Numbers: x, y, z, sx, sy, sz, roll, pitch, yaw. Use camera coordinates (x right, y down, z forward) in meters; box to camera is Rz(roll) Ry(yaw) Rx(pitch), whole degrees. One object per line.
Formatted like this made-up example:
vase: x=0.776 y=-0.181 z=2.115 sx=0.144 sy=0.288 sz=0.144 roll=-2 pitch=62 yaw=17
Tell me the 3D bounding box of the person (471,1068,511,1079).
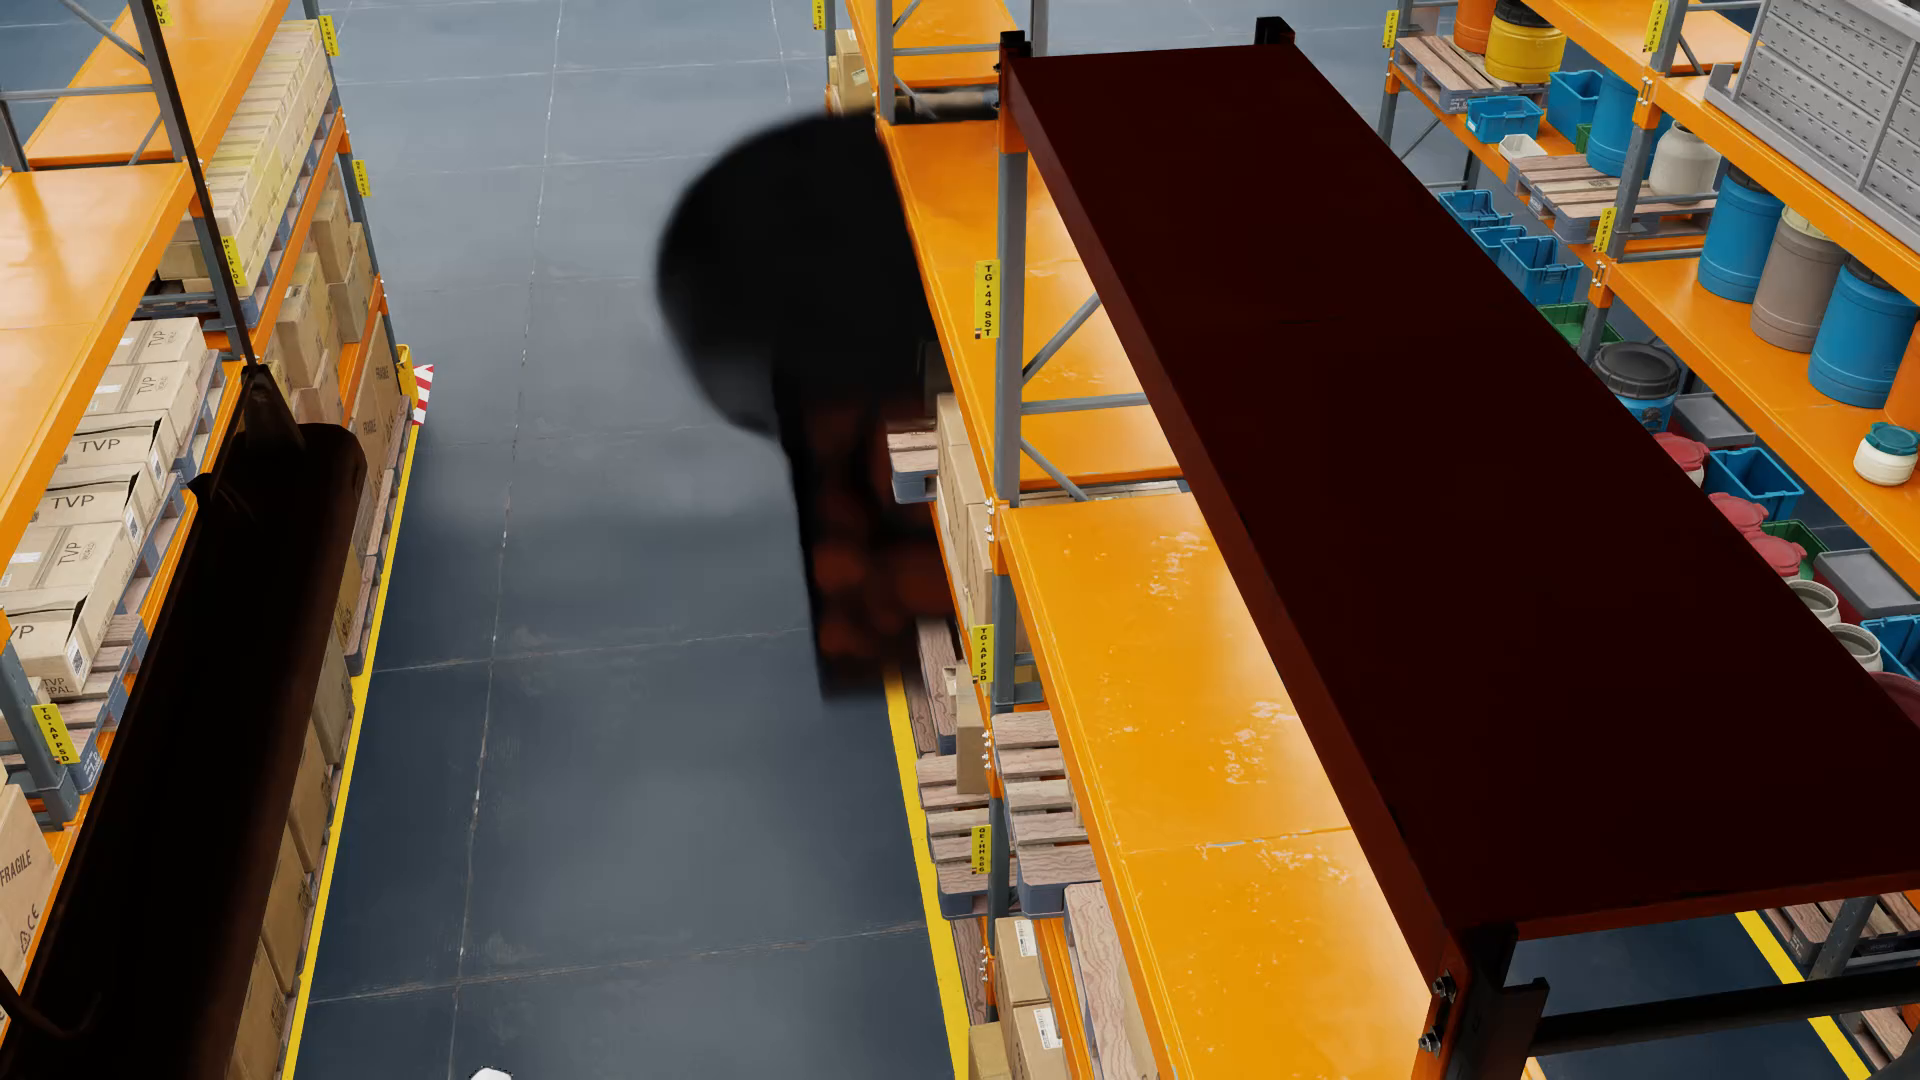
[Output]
person: x=-2.058 y=3.192 z=7.315 sx=0.729 sy=1.611 sz=1.071 roll=5 pitch=37 yaw=7
